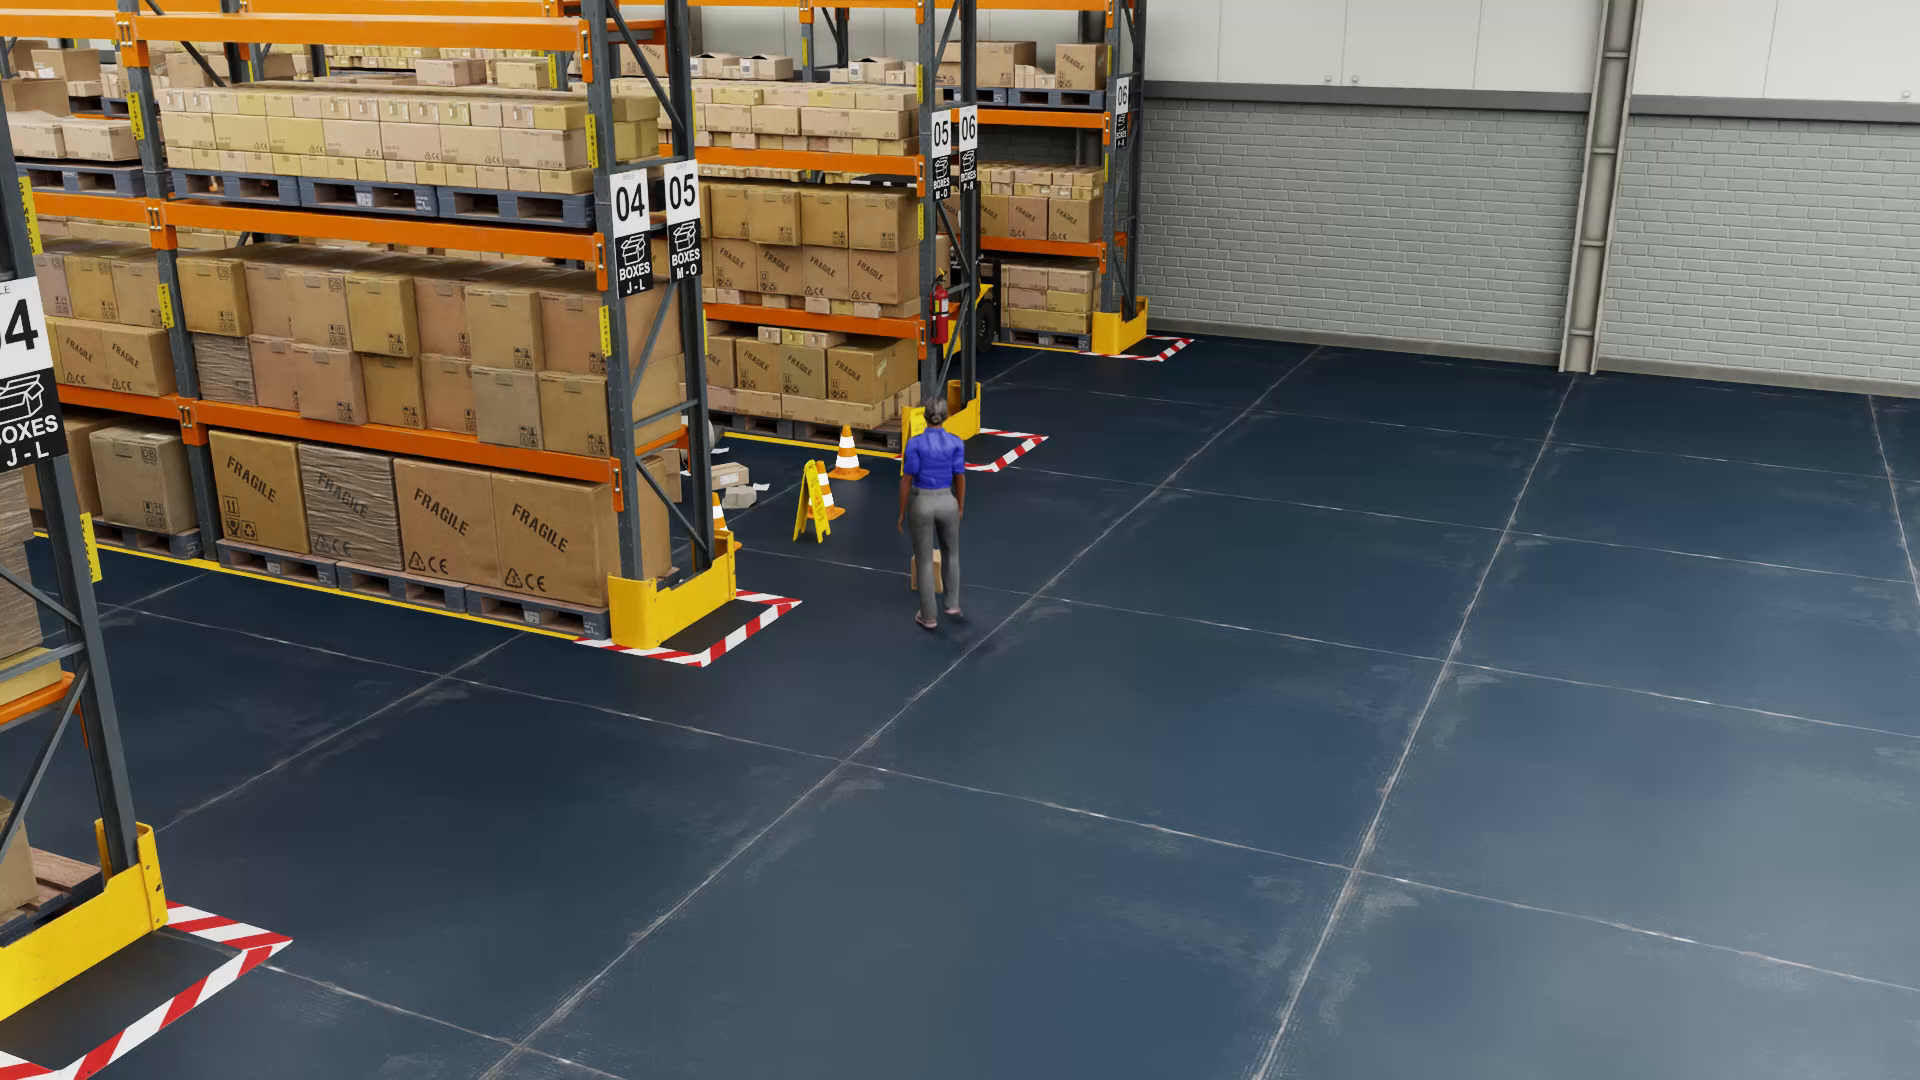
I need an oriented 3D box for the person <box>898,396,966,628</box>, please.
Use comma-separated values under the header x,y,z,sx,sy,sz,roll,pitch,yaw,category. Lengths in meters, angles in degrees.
x,y,z,sx,sy,sz,roll,pitch,yaw,category
-0.207,-0.197,11.685,0.499,1.711,0.463,-4,20,-11,person
